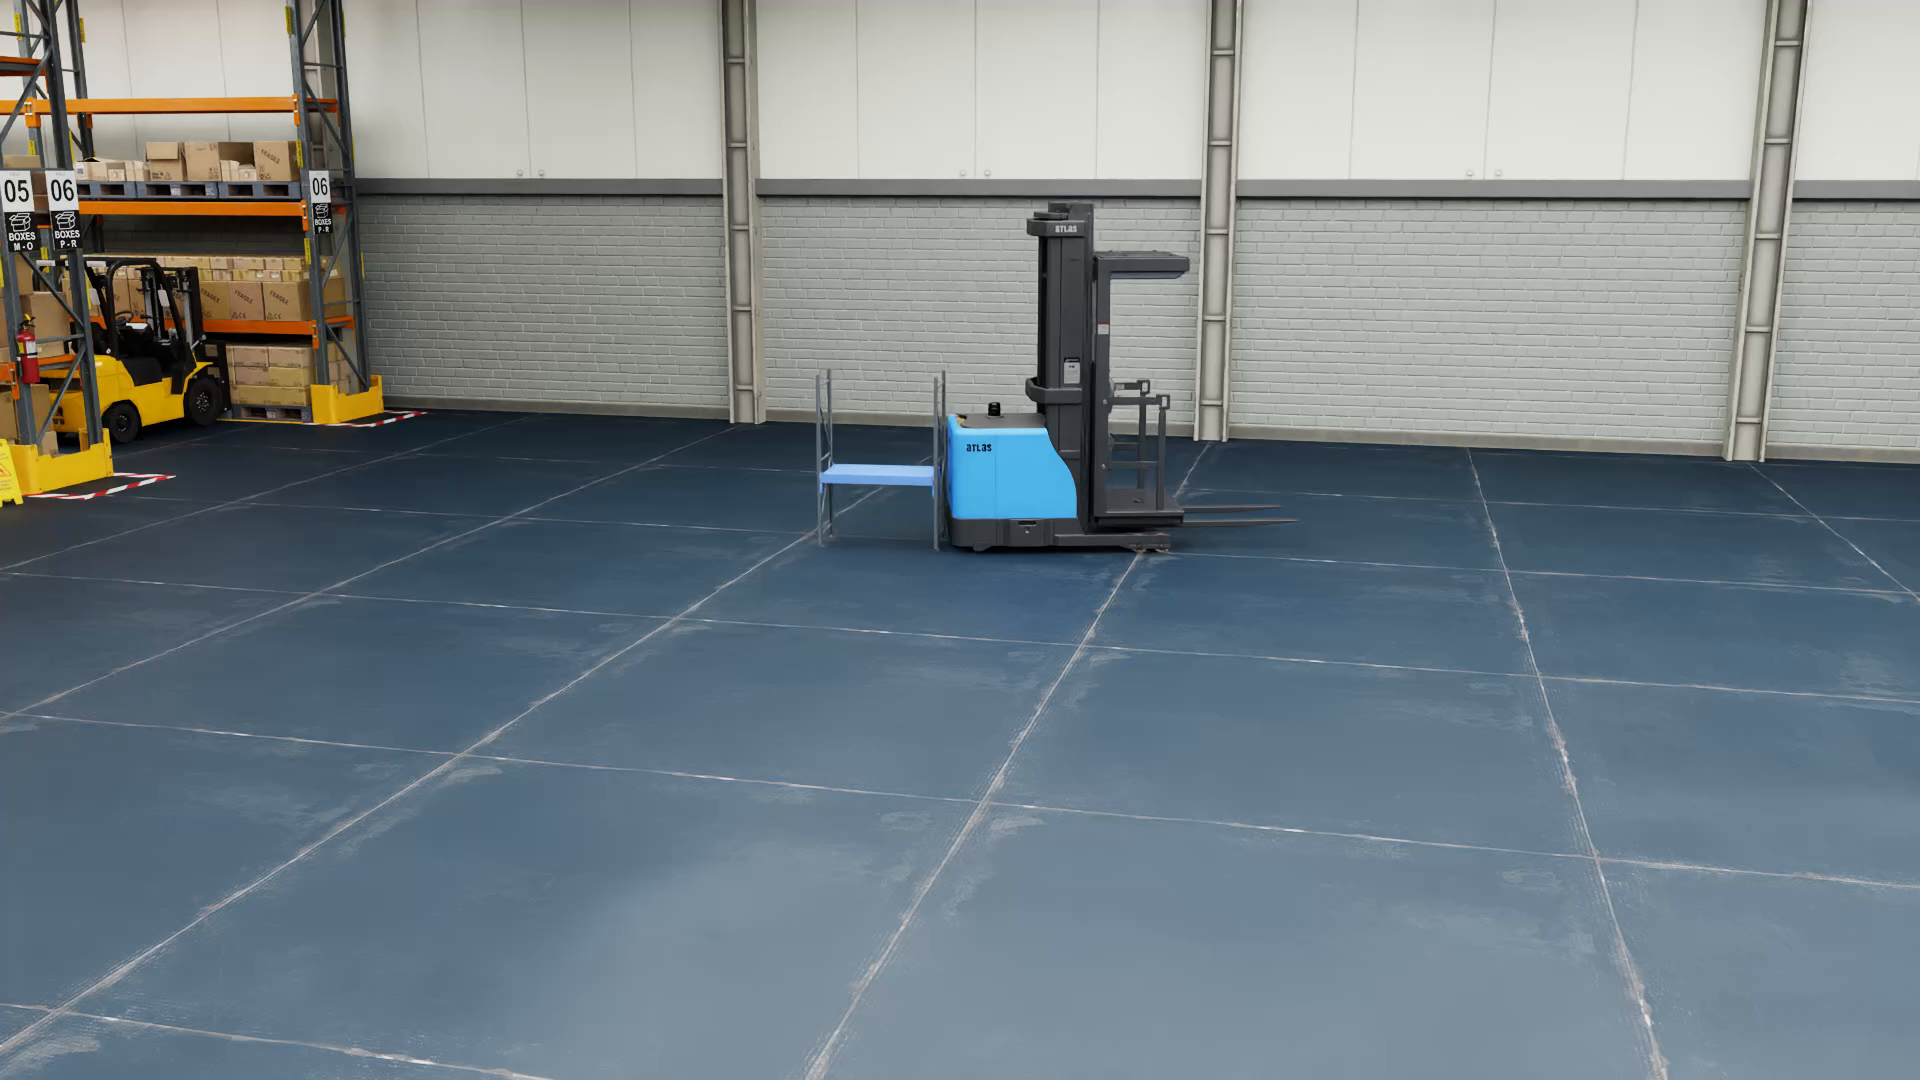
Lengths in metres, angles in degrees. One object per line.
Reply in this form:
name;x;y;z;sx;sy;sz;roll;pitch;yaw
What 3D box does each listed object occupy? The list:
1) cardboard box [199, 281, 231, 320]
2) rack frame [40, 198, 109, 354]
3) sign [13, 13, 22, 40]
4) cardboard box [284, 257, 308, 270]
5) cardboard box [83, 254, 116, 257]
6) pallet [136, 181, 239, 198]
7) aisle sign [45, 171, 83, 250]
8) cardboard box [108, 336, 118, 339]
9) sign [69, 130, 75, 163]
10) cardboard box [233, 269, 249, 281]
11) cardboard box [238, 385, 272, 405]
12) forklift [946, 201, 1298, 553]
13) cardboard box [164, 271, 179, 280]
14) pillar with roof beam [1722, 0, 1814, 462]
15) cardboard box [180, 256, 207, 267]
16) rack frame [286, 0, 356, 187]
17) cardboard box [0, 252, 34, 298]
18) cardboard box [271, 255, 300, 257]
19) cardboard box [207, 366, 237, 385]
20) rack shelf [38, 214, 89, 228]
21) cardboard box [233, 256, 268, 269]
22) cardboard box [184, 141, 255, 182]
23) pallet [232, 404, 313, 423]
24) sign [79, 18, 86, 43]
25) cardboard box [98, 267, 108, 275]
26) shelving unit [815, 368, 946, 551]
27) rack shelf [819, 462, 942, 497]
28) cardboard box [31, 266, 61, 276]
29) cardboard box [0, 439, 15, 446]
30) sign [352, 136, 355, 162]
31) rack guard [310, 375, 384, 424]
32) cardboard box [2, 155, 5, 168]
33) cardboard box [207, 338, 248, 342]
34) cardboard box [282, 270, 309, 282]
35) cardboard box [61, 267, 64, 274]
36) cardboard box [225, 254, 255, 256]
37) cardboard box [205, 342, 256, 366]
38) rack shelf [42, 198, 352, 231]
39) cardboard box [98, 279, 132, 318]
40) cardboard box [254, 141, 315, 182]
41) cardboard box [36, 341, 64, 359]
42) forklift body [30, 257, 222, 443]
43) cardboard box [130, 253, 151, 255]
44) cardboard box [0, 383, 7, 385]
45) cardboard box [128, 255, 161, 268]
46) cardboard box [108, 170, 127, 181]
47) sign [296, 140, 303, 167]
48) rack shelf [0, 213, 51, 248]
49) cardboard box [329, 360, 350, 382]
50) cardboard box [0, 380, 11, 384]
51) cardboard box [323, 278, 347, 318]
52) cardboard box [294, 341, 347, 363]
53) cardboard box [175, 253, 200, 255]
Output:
cardboard box;-9.667;-3.168;21.855;0.500;0.500;0.500;3;13;12
rack frame;-12.011;-3.301;22.685;0.127;3.000;1.000;3;13;14
sign;-12.129;-6.609;21.409;0.005;0.325;0.100;3;13;14
cardboard box;-8.525;-3.578;21.520;0.250;0.149;0.380;3;13;14
cardboard box;-11.492;-3.742;22.257;0.250;0.149;0.380;3;13;14
pallet;-9.996;-4.619;21.908;1.213;0.211;1.003;3;13;14
aisle sign;-9.178;-3.380;17.042;0.004;0.787;0.394;3;13;14
cardboard box;-11.487;-2.667;22.898;0.500;0.250;0.500;3;13;15
sign;-9.183;-4.054;17.139;0.005;0.325;0.100;3;13;14
cardboard box;-9.261;-3.466;21.703;0.250;0.149;0.380;3;13;13
cardboard box;-9.140;-1.941;21.938;0.500;0.250;0.500;3;13;14
forklift;1.414;-1.435;14.434;3.031;2.935;1.130;-1;13;-3
cardboard box;-10.268;-3.510;21.900;0.250;0.149;0.380;3;13;12
pillar with roof beam;7.857;-4.408;13.826;0.400;9.000;9.100;3;13;14
cardboard box;-10.016;-3.656;21.874;0.250;0.149;0.380;3;13;14
rack frame;-8.127;-6.022;21.100;0.127;3.000;1.000;3;13;14
cardboard box;-9.861;-2.712;16.805;0.500;0.500;0.700;3;13;12
cardboard box;-8.908;-3.698;22.059;0.250;0.149;0.380;3;13;15
cardboard box;-9.665;-2.210;21.994;0.500;0.250;0.500;3;13;12
rack shelf;-13.952;-4.518;22.906;4.000;0.370;1.077;3;13;14
cardboard box;-9.257;-3.621;21.713;0.250;0.149;0.380;3;13;14
cardboard box;-9.586;-4.906;21.565;0.500;0.500;0.700;3;13;14
pallet;-8.880;-1.763;22.191;1.213;0.211;1.003;3;13;14
sign;-11.854;-6.878;22.438;0.005;0.325;0.100;3;13;14
cardboard box;-11.253;-3.574;22.187;0.250;0.149;0.380;3;13;13
shelving unit;-0.677;-0.705;14.451;1.048;1.500;0.538;2;13;8
rack shelf;-0.677;-0.530;14.490;1.000;0.185;0.538;2;13;8
cardboard box;-12.395;-3.637;22.474;0.250;0.149;0.380;4;13;15
cardboard box;-10.185;-0.898;17.236;0.500;0.250;0.500;3;13;13
sign;-7.988;-5.139;21.846;0.005;0.325;0.100;3;13;14
rack guard;-8.104;-1.872;22.015;0.348;0.500;1.175;3;13;14
cardboard box;-9.712;-3.736;16.459;0.250;0.149;0.380;3;13;14
cardboard box;-10.013;-2.590;22.553;0.500;0.250;0.500;3;13;12
cardboard box;-8.531;-3.418;21.484;0.250;0.149;0.380;3;13;14
cardboard box;-12.300;-3.729;22.890;0.250;0.149;0.380;3;13;12
cardboard box;-9.638;-3.756;22.324;0.250;0.149;0.380;3;13;12
cardboard box;-9.638;-2.452;21.928;0.500;0.250;0.500;3;13;14
rack shelf;-10.069;-4.310;21.971;4.000;0.370;1.077;3;13;14
cardboard box;-11.133;-3.248;22.217;0.500;0.500;0.500;3;13;15
cardboard box;-8.615;-4.832;21.230;0.500;0.500;0.500;3;13;15
cardboard box;-9.593;-1.988;17.347;0.250;0.149;0.380;3;13;14
forklift body;-10.405;-2.393;20.556;1.214;2.155;2.313;3;13;14
cardboard box;-11.134;-3.826;22.637;0.250;0.149;0.380;3;13;13
cardboard box;-10.562;-1.405;17.789;0.500;0.500;0.500;3;13;11
cardboard box;-10.763;-3.684;21.997;0.250;0.149;0.380;3;13;13
cardboard box;-10.902;-4.769;21.759;0.250;0.149;0.380;3;13;15
sign;-8.271;-4.838;20.826;0.005;0.325;0.100;3;13;14
rack shelf;-11.255;-3.266;17.265;4.000;0.370;1.077;3;13;14
cardboard box;-8.534;-2.268;22.255;0.500;0.250;0.500;3;13;15
cardboard box;-13.271;-2.413;23.197;0.625;0.625;0.875;3;13;13
cardboard box;-8.542;-3.226;22.118;0.500;0.500;0.500;3;13;15
cardboard box;-8.548;-2.509;22.186;0.500;0.250;0.500;3;13;13
cardboard box;-10.393;-3.785;22.454;0.250;0.149;0.380;3;13;13
